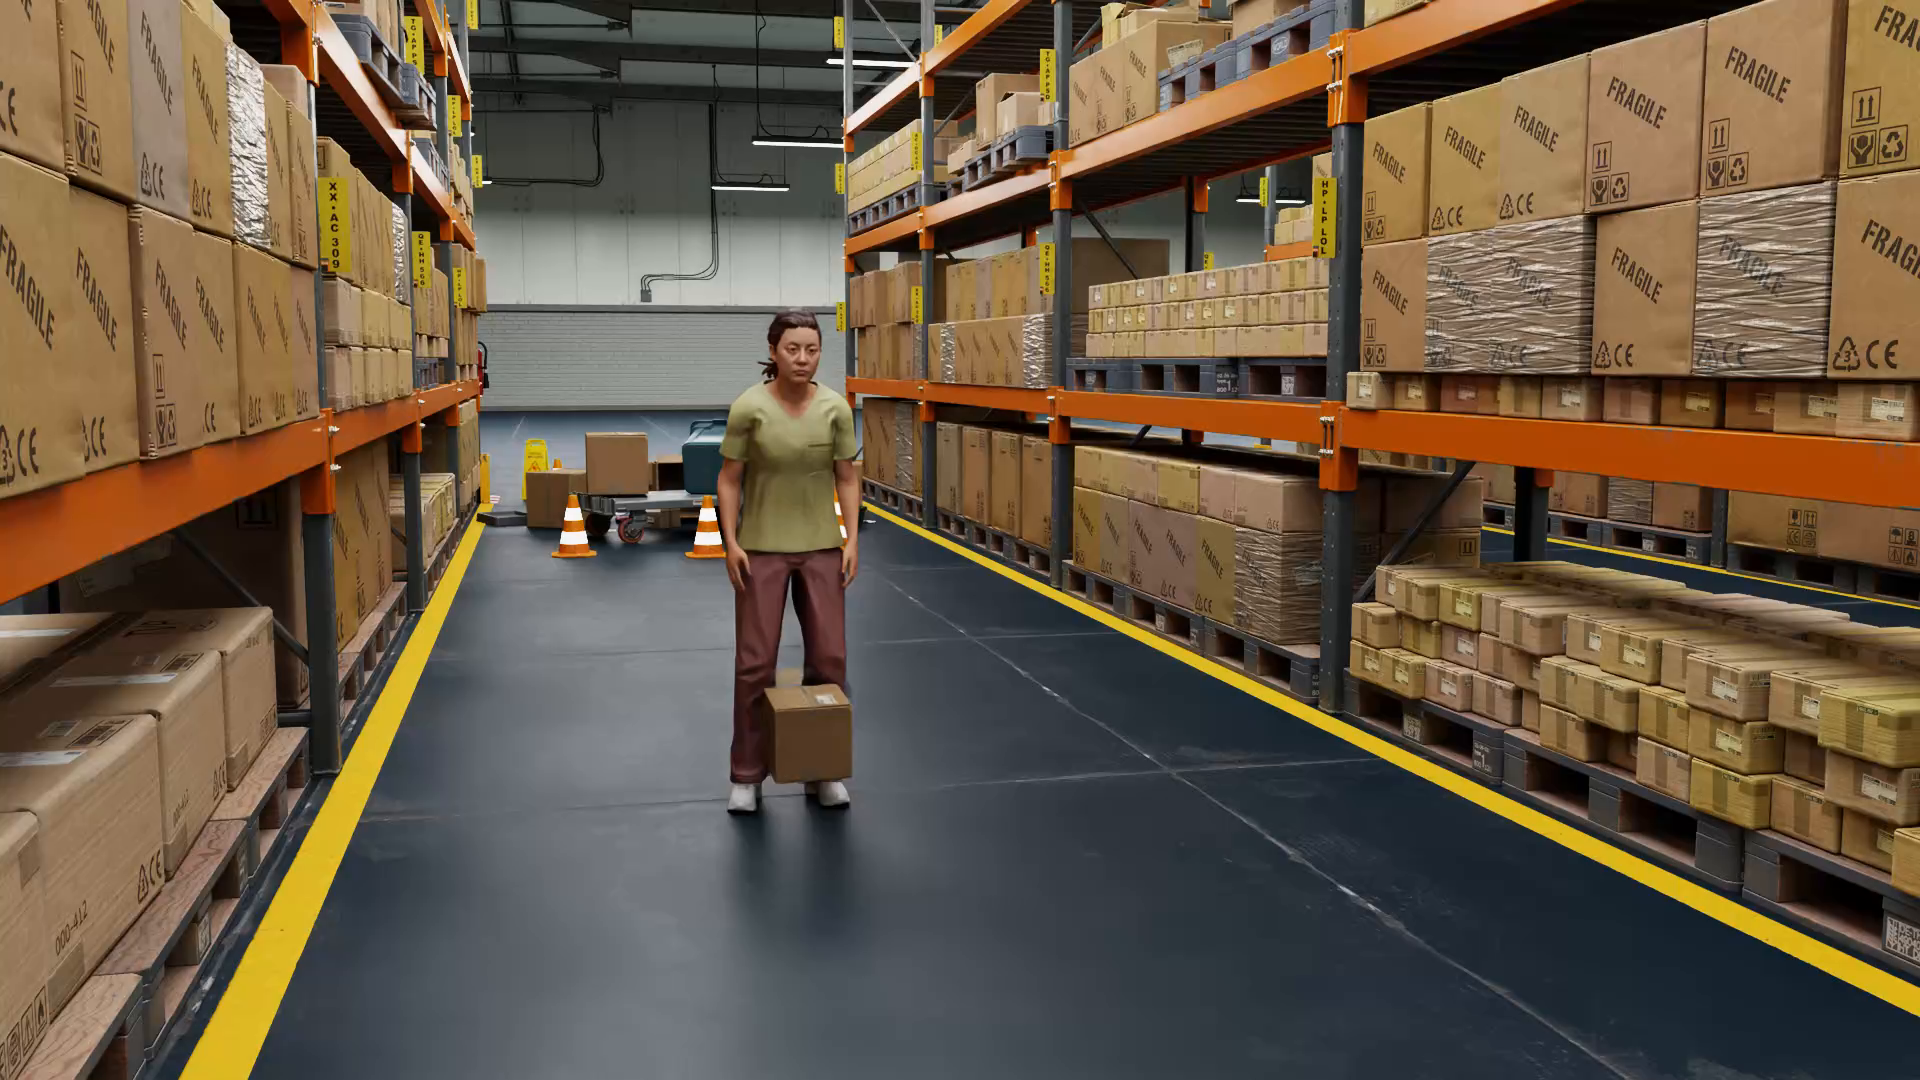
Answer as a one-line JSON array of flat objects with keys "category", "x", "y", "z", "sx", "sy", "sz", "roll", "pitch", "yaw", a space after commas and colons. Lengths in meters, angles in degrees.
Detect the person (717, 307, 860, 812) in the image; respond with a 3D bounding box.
[{"category": "person", "x": -0.565, "y": 0.058, "z": 5.606, "sx": 0.488, "sy": 1.674, "sz": 0.362, "roll": -2, "pitch": 6, "yaw": -15}]
